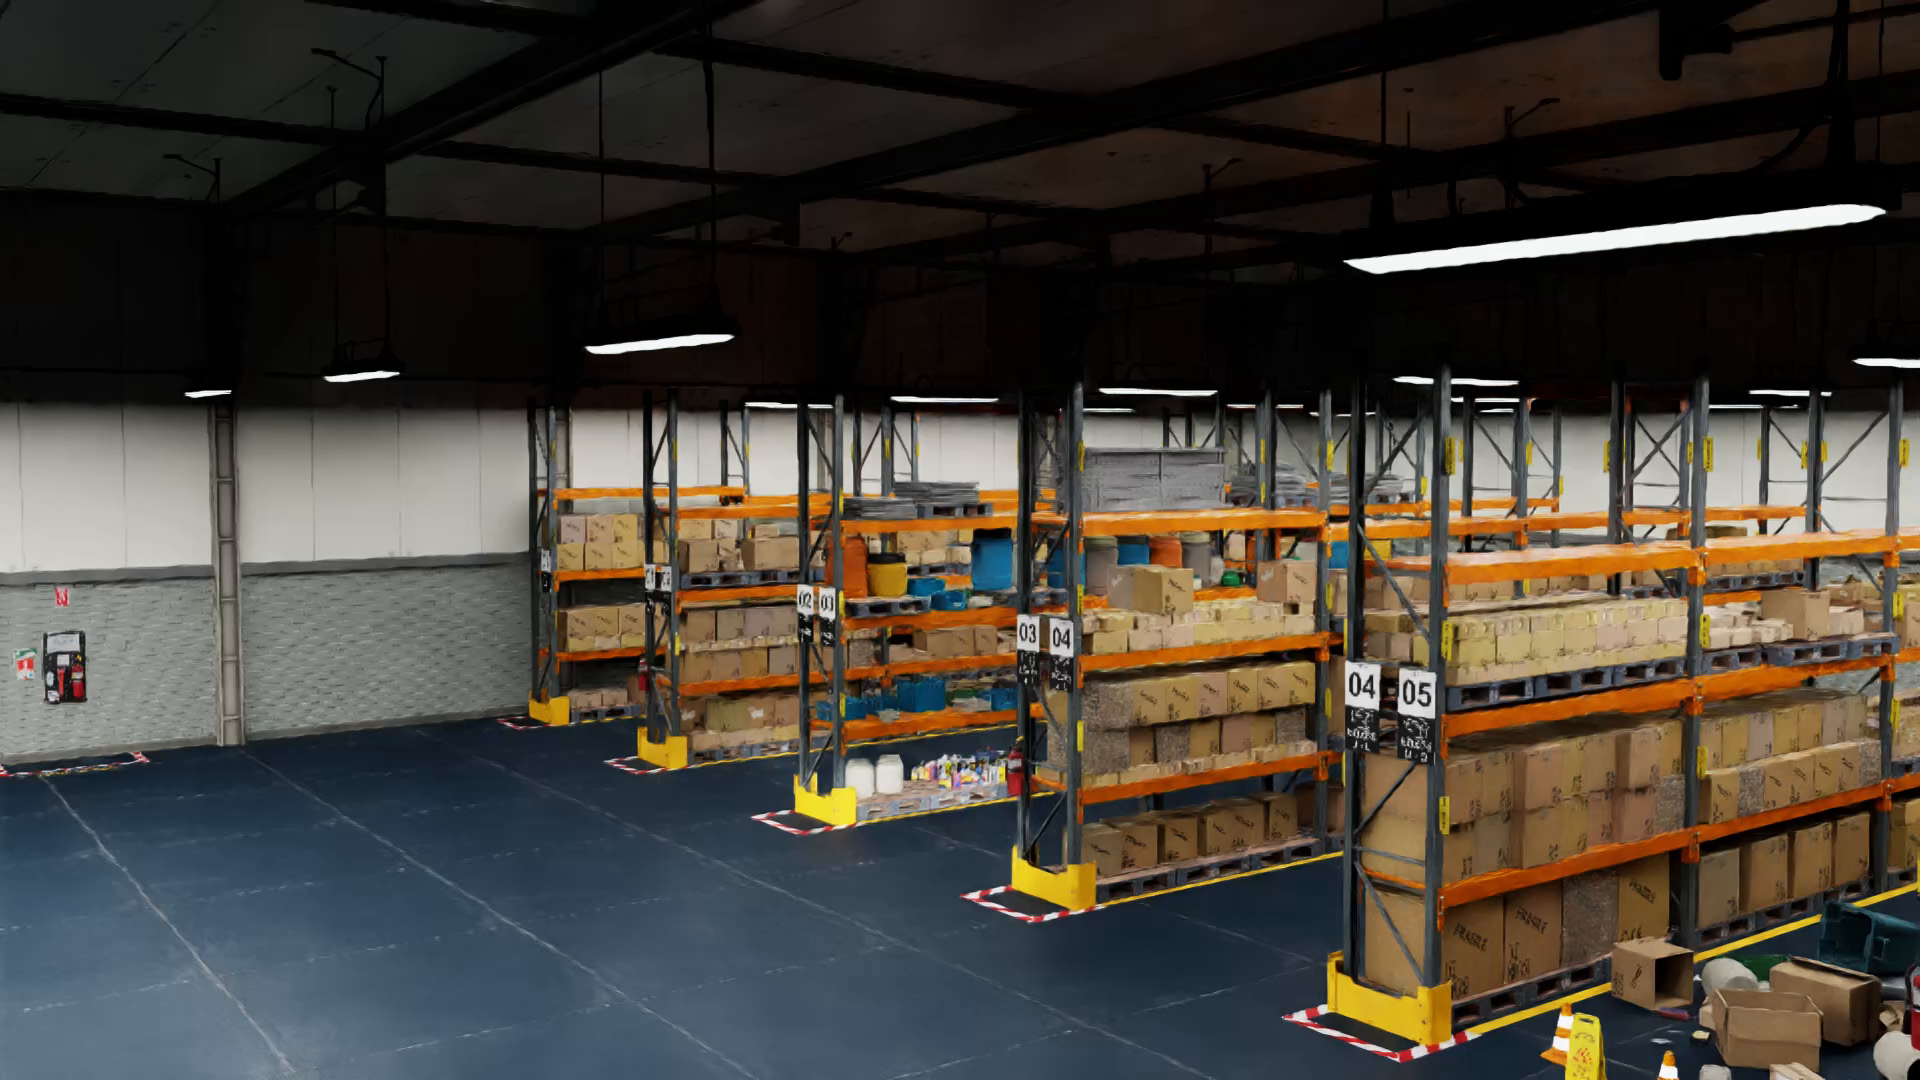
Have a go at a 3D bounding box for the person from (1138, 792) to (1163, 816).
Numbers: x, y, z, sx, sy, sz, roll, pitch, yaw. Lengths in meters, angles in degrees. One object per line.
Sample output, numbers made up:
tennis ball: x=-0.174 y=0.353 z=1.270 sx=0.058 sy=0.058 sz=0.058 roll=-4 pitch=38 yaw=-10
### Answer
person: x=2.469 y=3.044 z=21.665 sx=0.574 sy=1.652 sz=0.543 roll=0 pitch=3 yaw=-8
